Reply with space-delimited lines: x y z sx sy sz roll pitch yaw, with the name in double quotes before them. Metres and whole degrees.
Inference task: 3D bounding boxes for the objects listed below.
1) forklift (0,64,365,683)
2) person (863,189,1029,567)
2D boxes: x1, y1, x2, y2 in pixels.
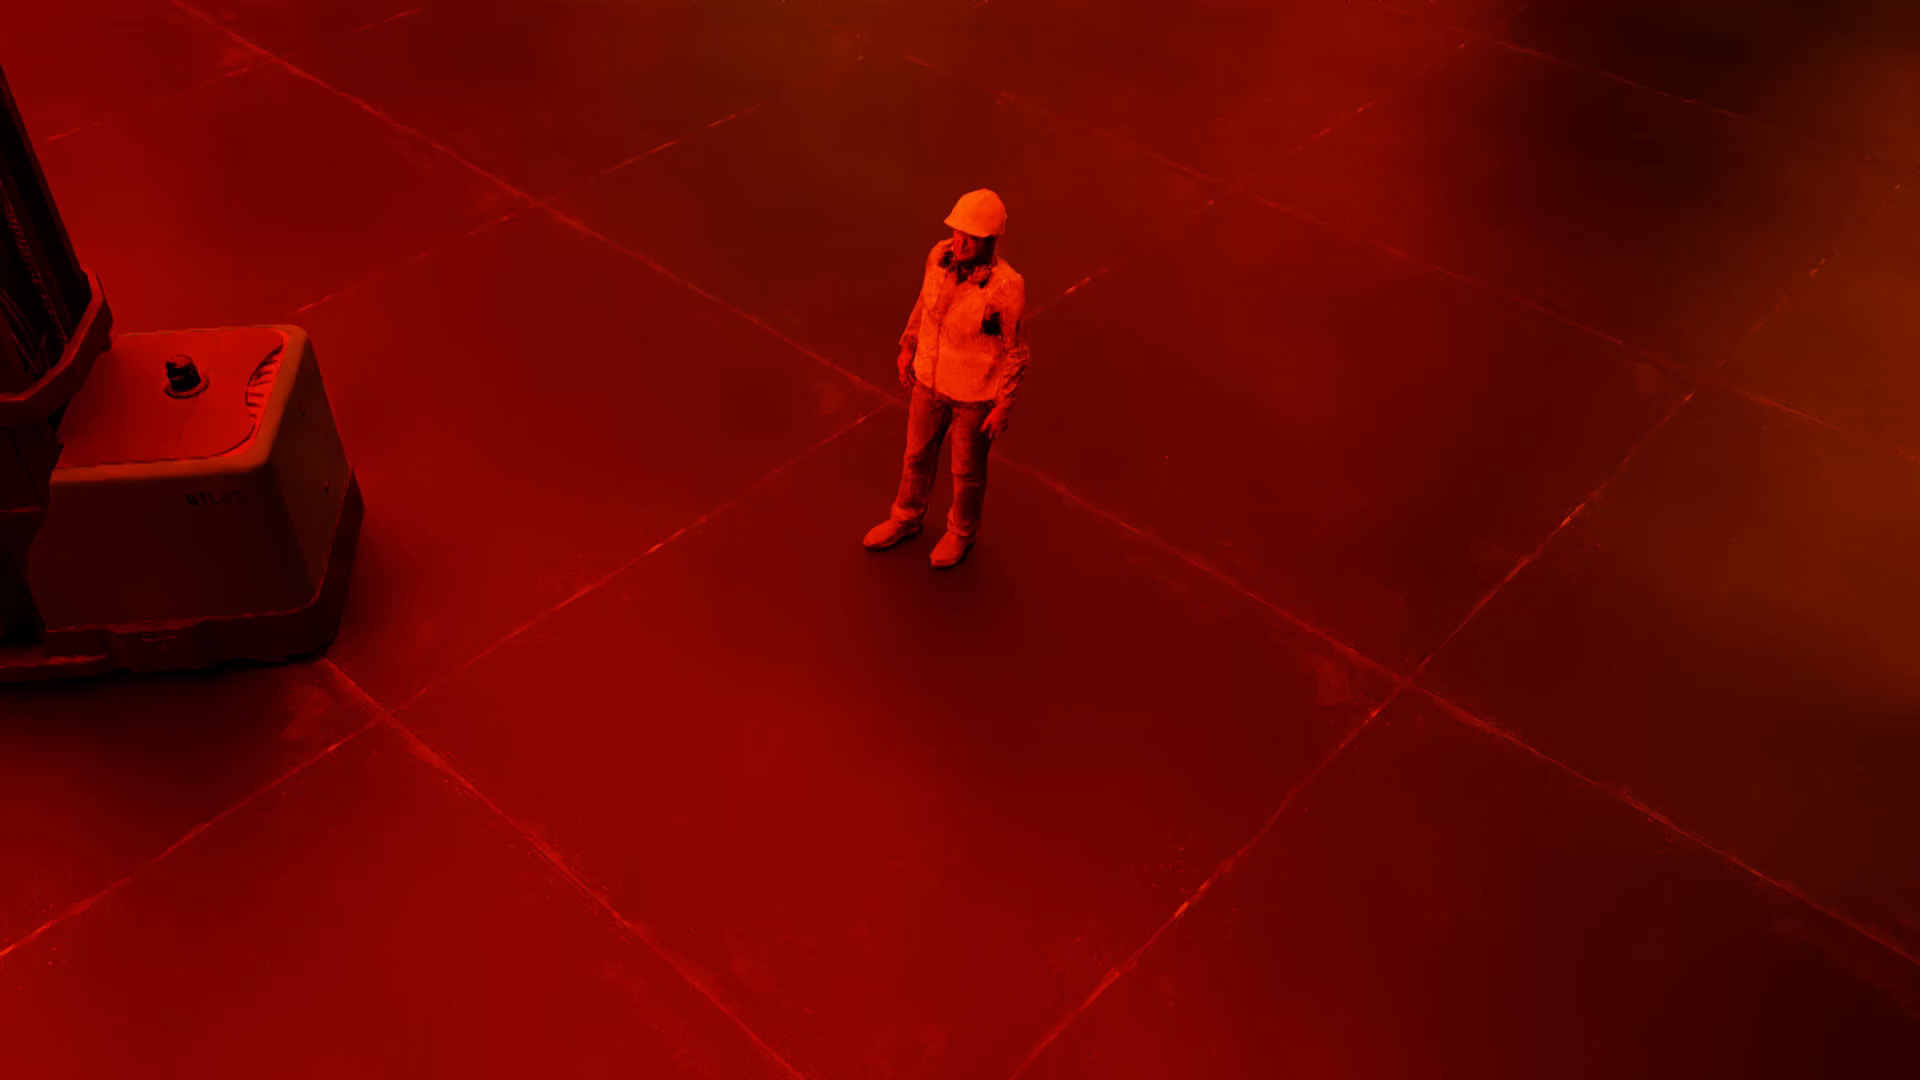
"forklift" -4.225 -0.812 6.375 3.031 2.935 1.130 -4 41 -5
"person" -0.048 -0.652 7.066 0.631 1.773 0.567 31 49 31
